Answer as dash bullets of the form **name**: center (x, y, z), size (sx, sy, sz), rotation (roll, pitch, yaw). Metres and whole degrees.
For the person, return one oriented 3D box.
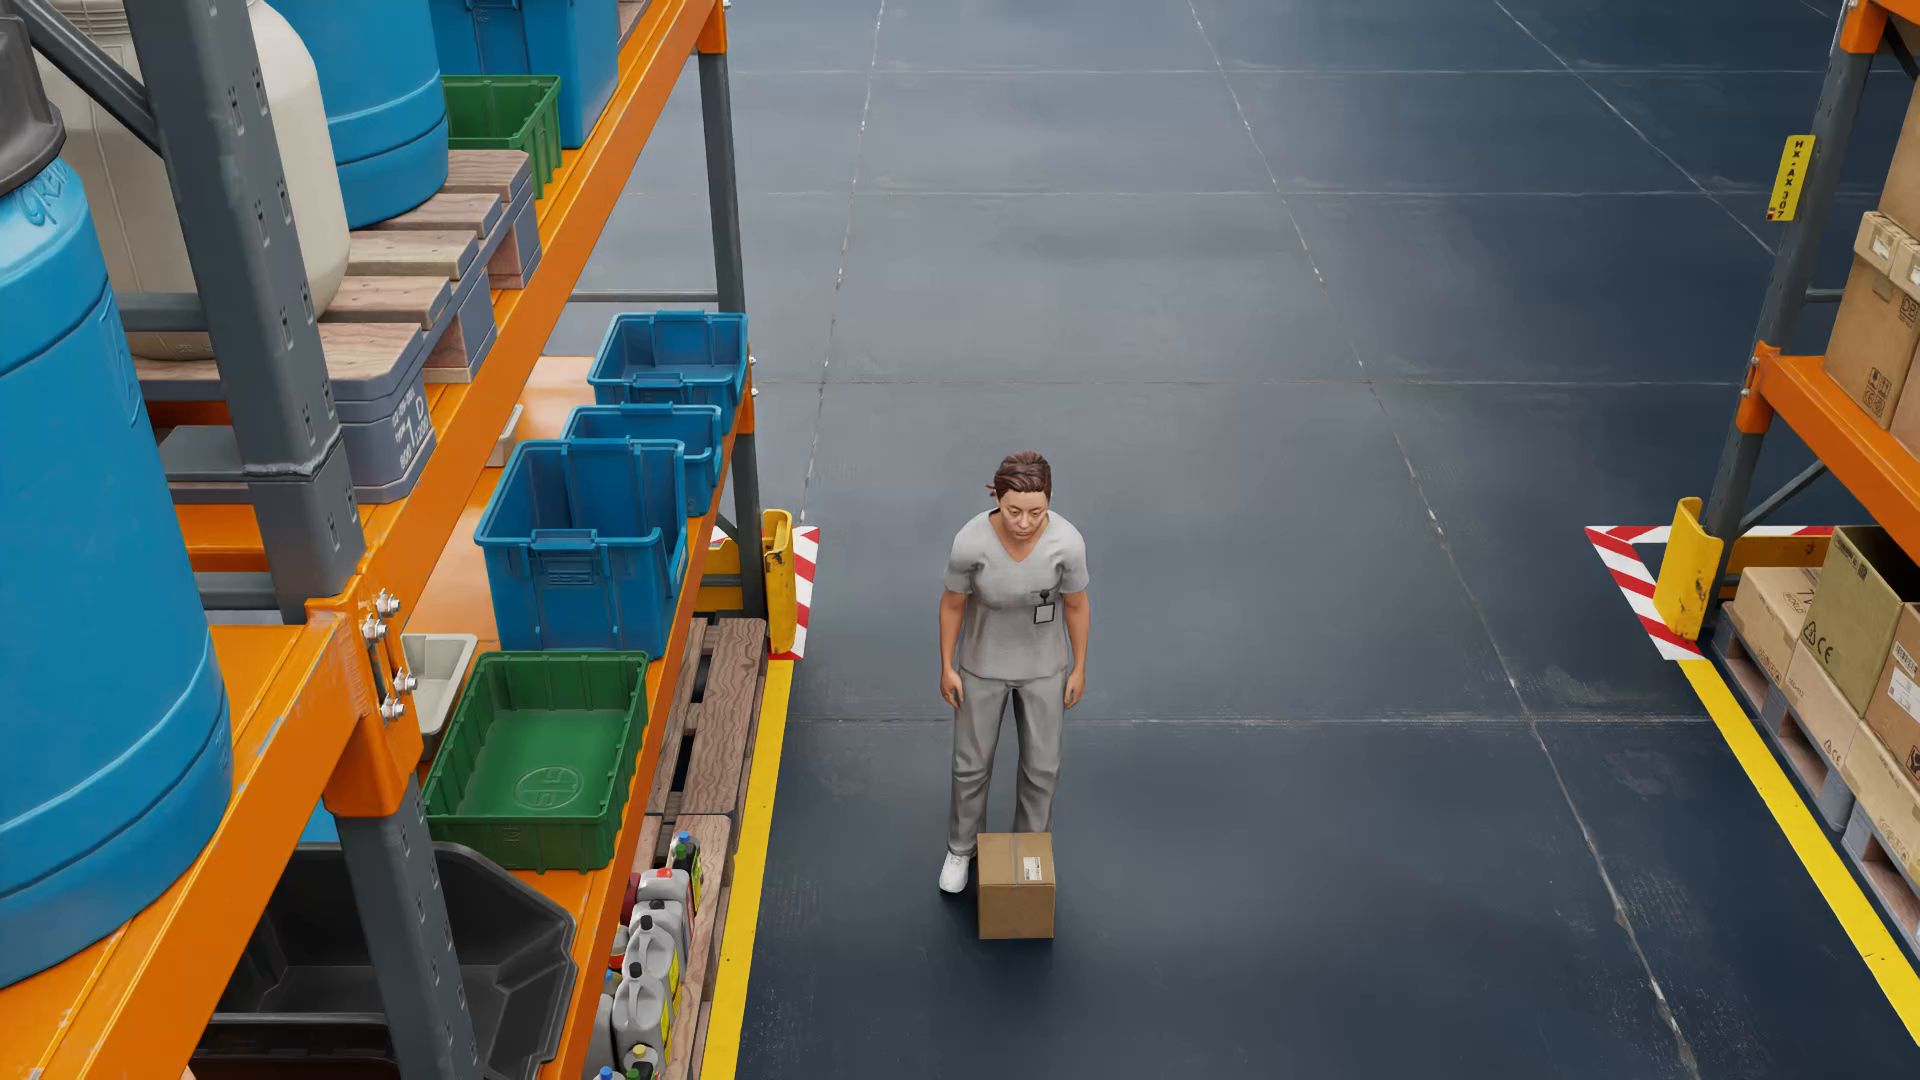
- **person**: center (0.173, 0.442, 5.418), size (0.492, 1.673, 0.404), rotation (0, 32, -1)
